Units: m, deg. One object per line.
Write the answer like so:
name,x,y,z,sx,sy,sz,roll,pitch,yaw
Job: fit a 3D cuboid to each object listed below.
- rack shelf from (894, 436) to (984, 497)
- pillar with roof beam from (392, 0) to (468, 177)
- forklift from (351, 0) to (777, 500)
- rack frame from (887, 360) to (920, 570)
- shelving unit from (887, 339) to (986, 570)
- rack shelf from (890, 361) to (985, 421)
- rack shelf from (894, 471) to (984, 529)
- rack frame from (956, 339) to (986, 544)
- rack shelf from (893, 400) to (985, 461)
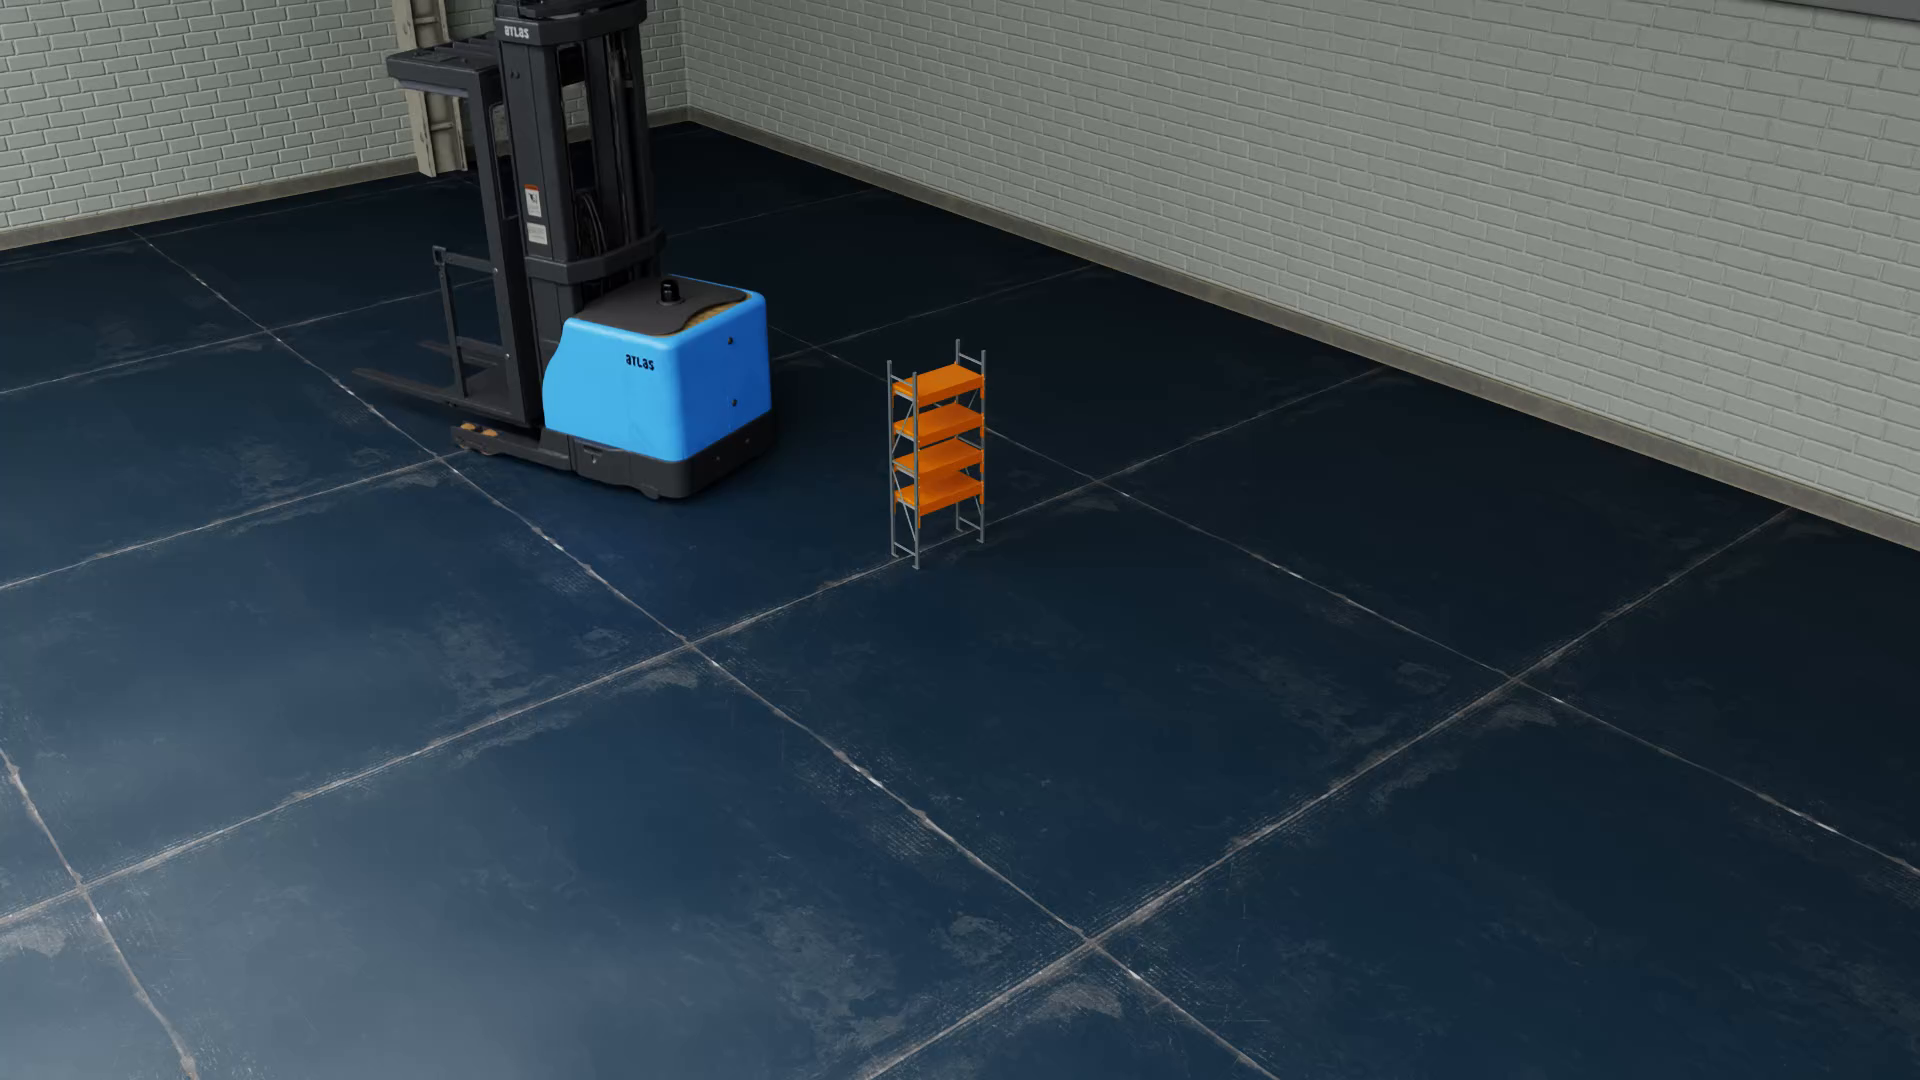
rack shelf,-0.126,-0.419,9.404,0.480,0.148,0.258,-22,35,-35
pillar with roof beam,-2.393,-6.136,11.684,0.400,9.000,9.100,-22,35,-35
forklift,-2.723,-2.036,10.450,3.031,2.935,1.130,15,32,26
rack frame,-0.312,-0.404,9.233,0.015,1.200,0.240,-22,35,-35
shelving unit,-0.126,-0.479,9.372,0.503,1.200,0.258,-22,35,-35
rack shelf,-0.126,-0.825,9.187,0.480,0.148,0.258,-22,35,-35
rack shelf,-0.126,-0.244,9.498,0.480,0.148,0.258,-22,35,-35
rack frame,0.060,-0.553,9.512,0.015,1.200,0.240,-22,35,-35
rack shelf,-0.126,-0.616,9.299,0.480,0.148,0.258,-22,35,-35
